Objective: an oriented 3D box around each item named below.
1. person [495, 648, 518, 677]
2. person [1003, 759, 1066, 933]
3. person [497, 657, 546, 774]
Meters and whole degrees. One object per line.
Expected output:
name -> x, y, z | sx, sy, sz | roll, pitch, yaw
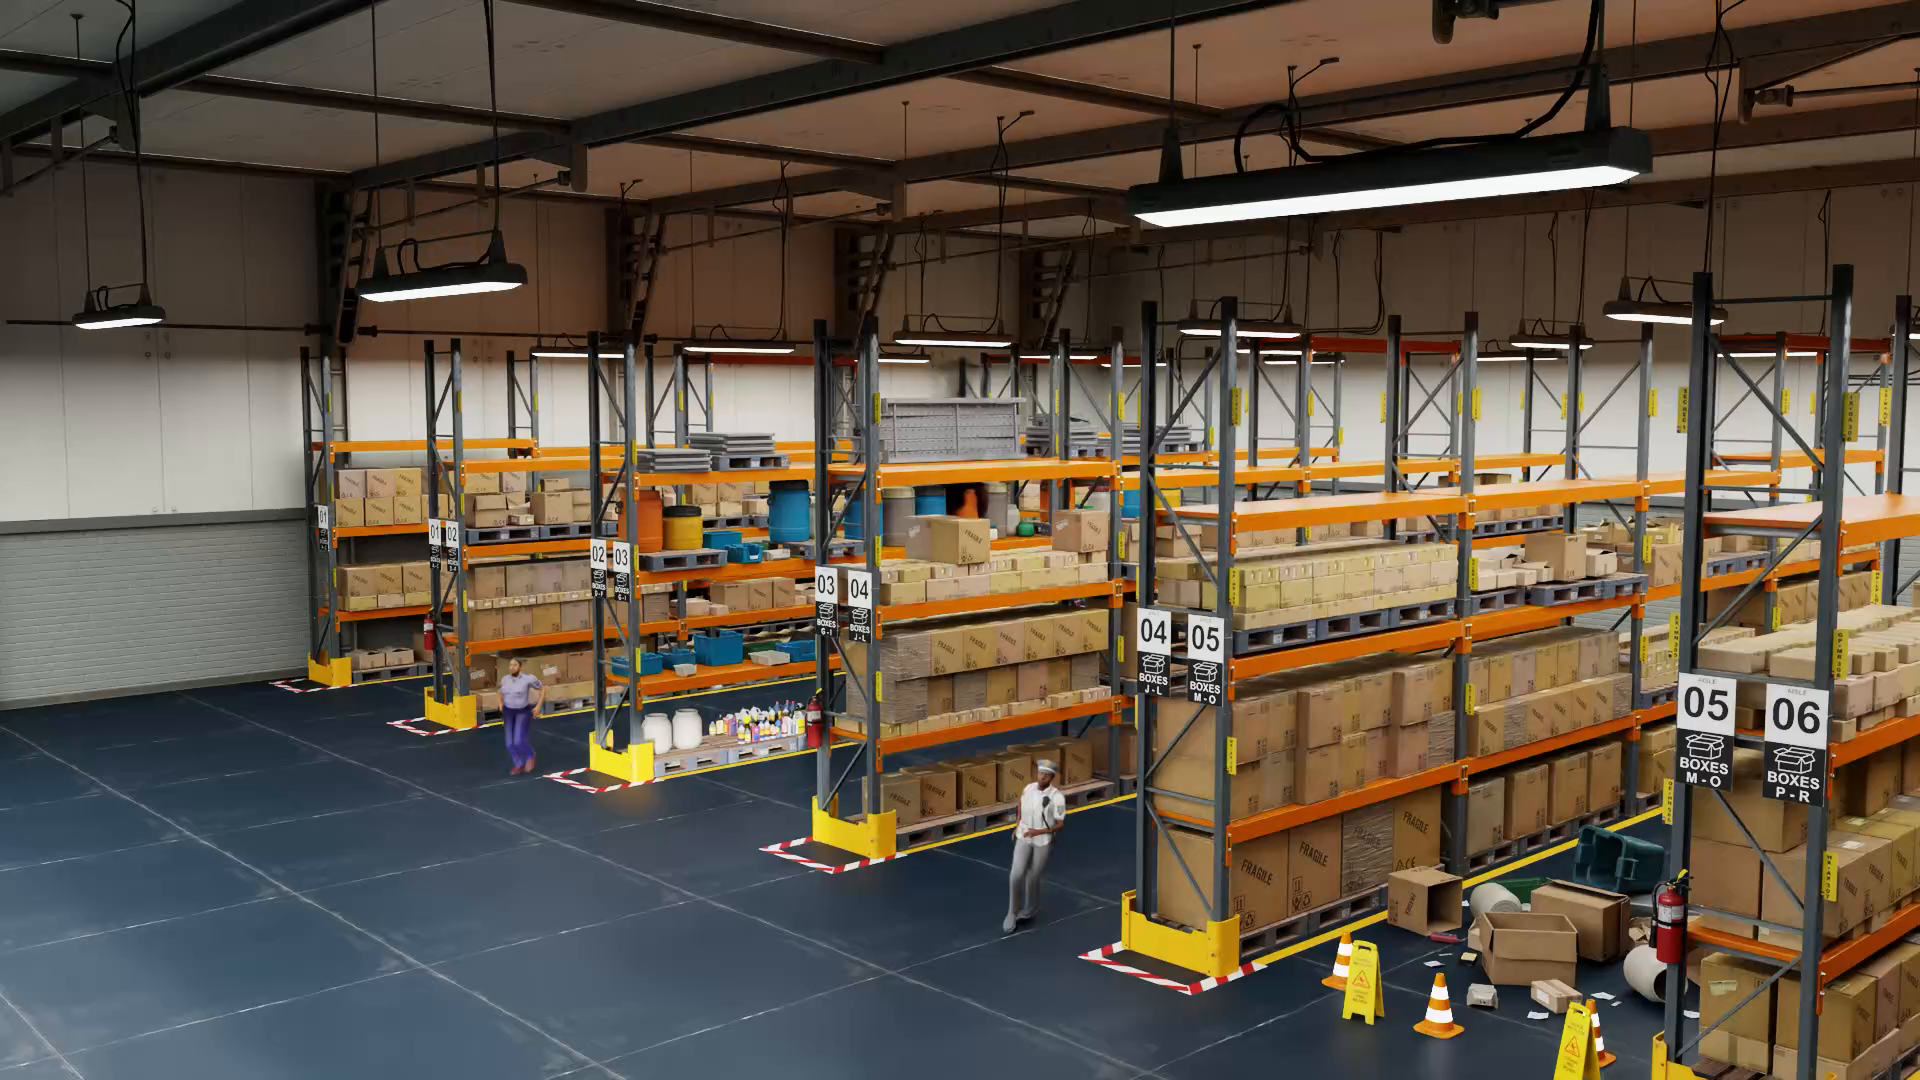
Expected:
person -> -7.666, 1.832, 28.323 | 0.658, 1.687, 0.716 | 5, 7, 44
person -> 0.733, 2.918, 16.009 | 0.571, 1.657, 0.656 | 2, 5, 20
person -> -5.981, 2.386, 22.504 | 0.636, 1.617, 0.588 | 1, 5, 12
